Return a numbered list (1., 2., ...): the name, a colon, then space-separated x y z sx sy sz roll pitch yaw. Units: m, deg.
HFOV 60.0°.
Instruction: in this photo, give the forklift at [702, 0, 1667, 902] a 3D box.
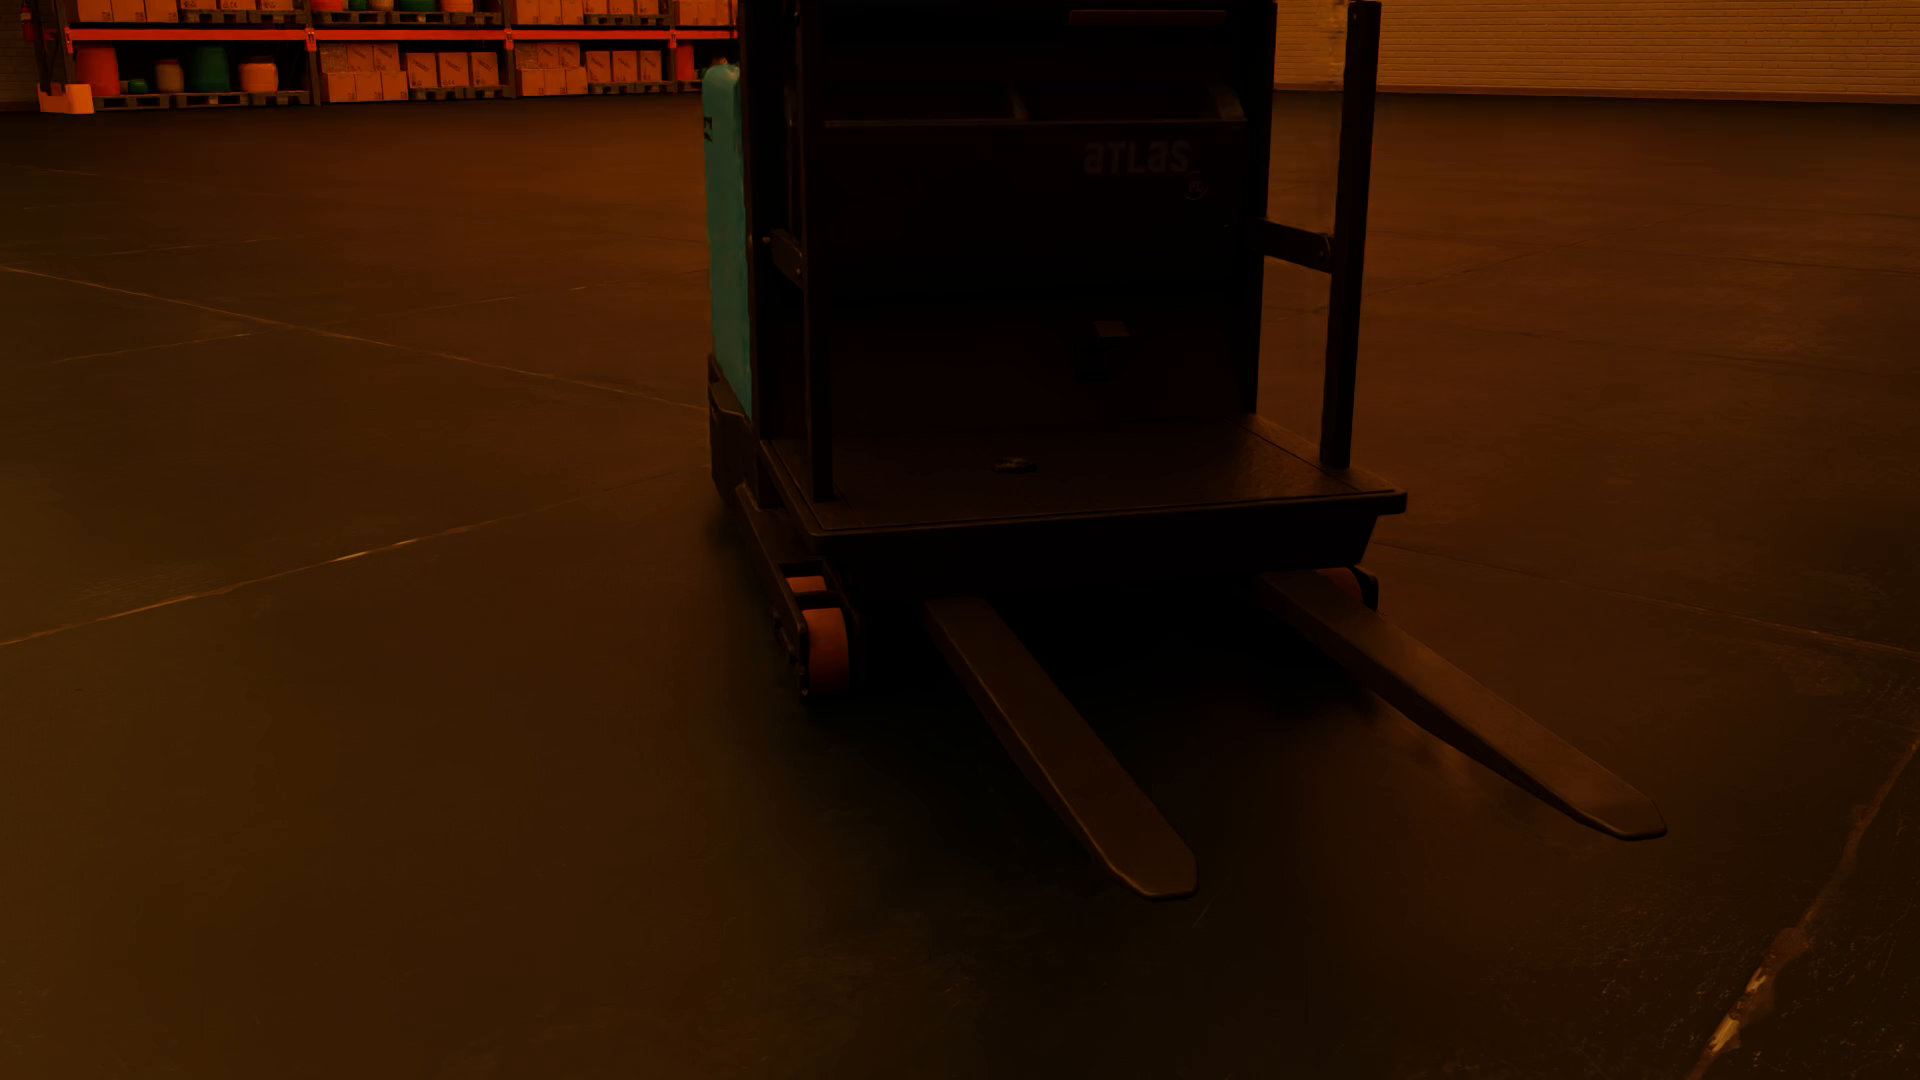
1. forklift: 0.168 -1.239 2.979 1.130 2.935 3.031 -4 17 -13
